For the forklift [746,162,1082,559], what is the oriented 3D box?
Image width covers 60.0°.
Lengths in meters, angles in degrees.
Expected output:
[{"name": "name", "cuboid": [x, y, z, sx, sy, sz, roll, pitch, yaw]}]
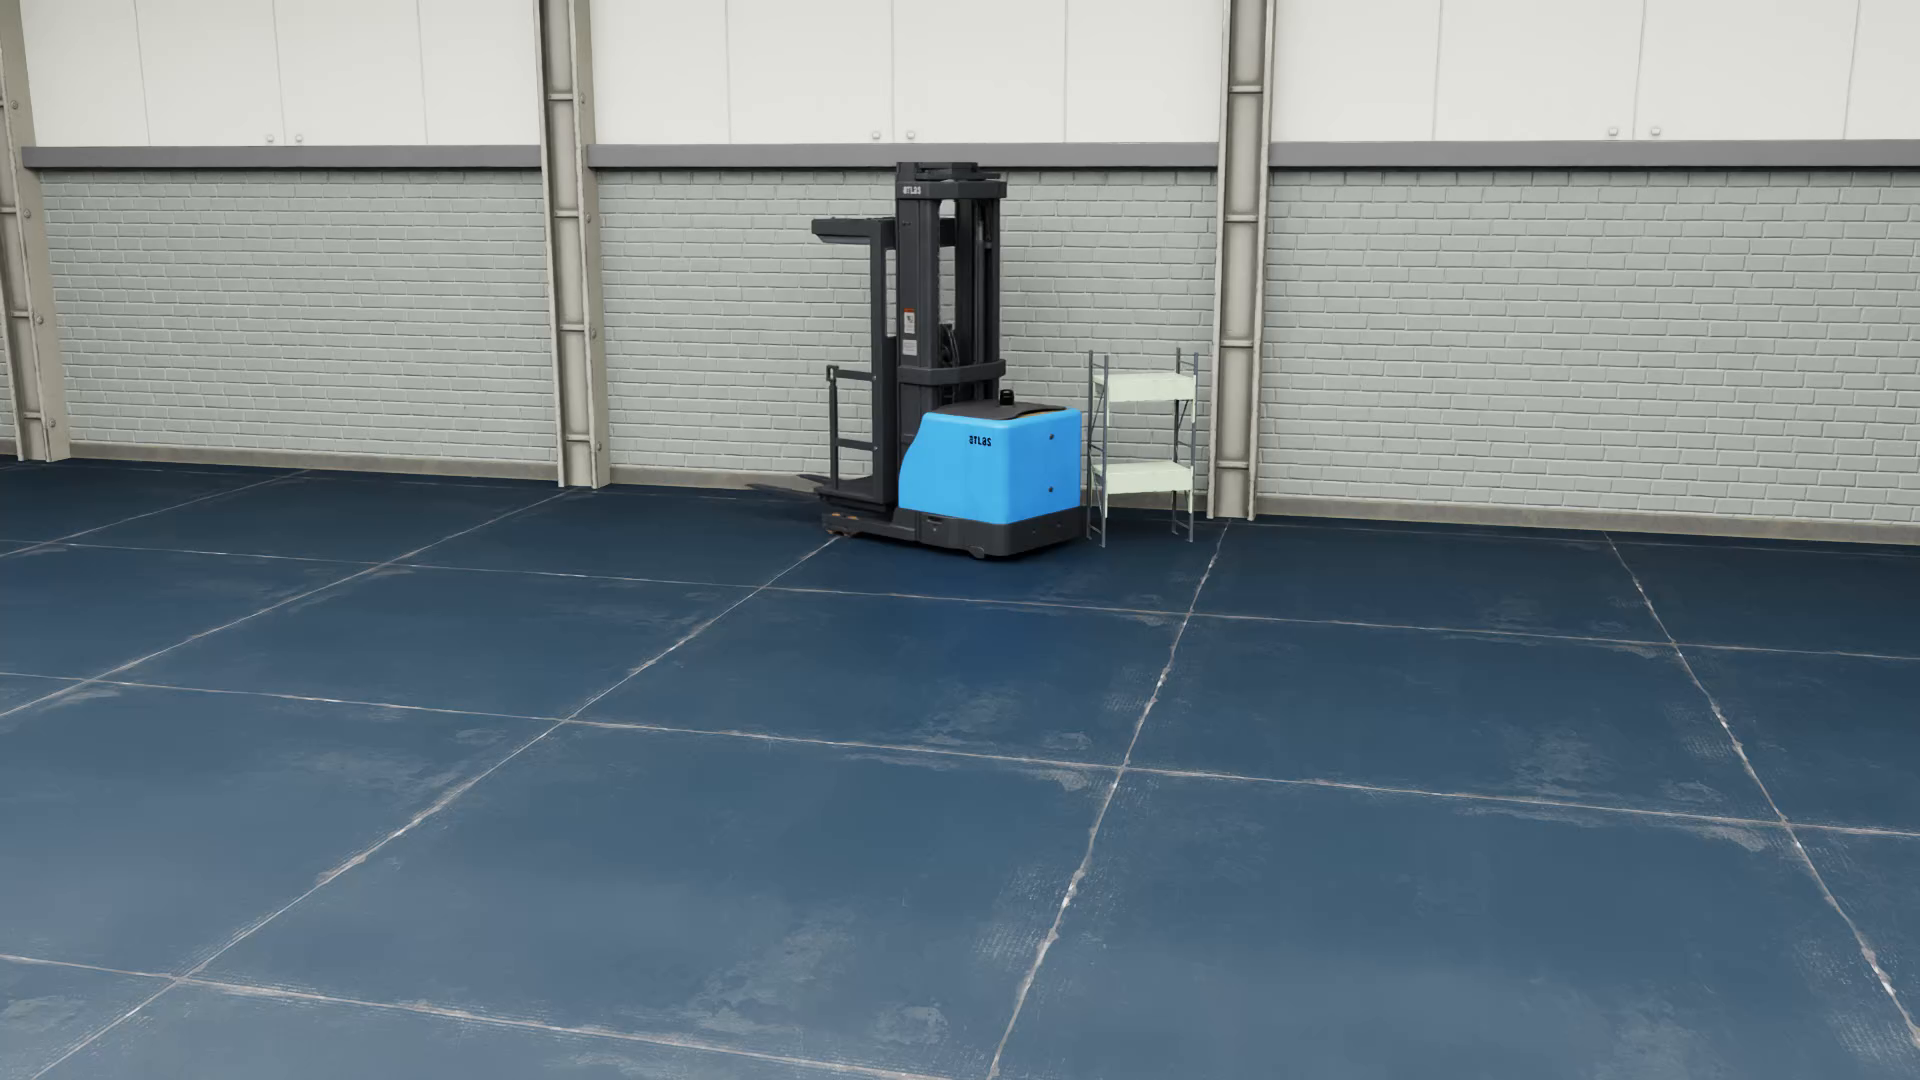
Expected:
[{"name": "forklift", "cuboid": [-0.486, -1.532, 13.373, 3.031, 2.935, 1.130, 11, 16, 40]}]

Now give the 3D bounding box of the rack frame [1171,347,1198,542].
[{"name": "rack frame", "cuboid": [1.779, -0.755, 13.174, 0.023, 1.500, 0.400, -3, 13, -14]}]

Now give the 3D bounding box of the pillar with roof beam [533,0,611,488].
[{"name": "pillar with roof beam", "cuboid": [-4.542, -4.007, 10.519, 0.400, 9.000, 9.100, 3, 13, 14]}]

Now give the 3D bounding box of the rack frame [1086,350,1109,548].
[{"name": "rack frame", "cuboid": [1.071, -0.715, 12.994, 0.023, 1.500, 0.400, -3, 13, -14]}]

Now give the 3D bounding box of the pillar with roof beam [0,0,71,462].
[{"name": "pillar with roof beam", "cuboid": [-10.367, -4.318, 11.922, 0.400, 9.000, 9.100, 3, 13, 14]}]

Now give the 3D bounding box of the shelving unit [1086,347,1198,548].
[{"name": "shelving unit", "cuboid": [1.425, -0.735, 13.084, 0.755, 1.500, 0.431, -3, 13, -14]}]

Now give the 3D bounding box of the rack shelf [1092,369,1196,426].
[{"name": "rack shelf", "cuboid": [1.425, -1.116, 12.999, 0.720, 0.370, 0.431, -3, 13, -14]}]

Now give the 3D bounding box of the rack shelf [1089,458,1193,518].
[{"name": "rack shelf", "cuboid": [1.425, -0.417, 13.154, 0.720, 0.370, 0.431, -3, 13, -14]}]

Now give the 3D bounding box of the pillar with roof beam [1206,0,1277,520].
[{"name": "pillar with roof beam", "cuboid": [1.283, -3.696, 9.116, 0.400, 9.000, 9.100, 3, 13, 14]}]
